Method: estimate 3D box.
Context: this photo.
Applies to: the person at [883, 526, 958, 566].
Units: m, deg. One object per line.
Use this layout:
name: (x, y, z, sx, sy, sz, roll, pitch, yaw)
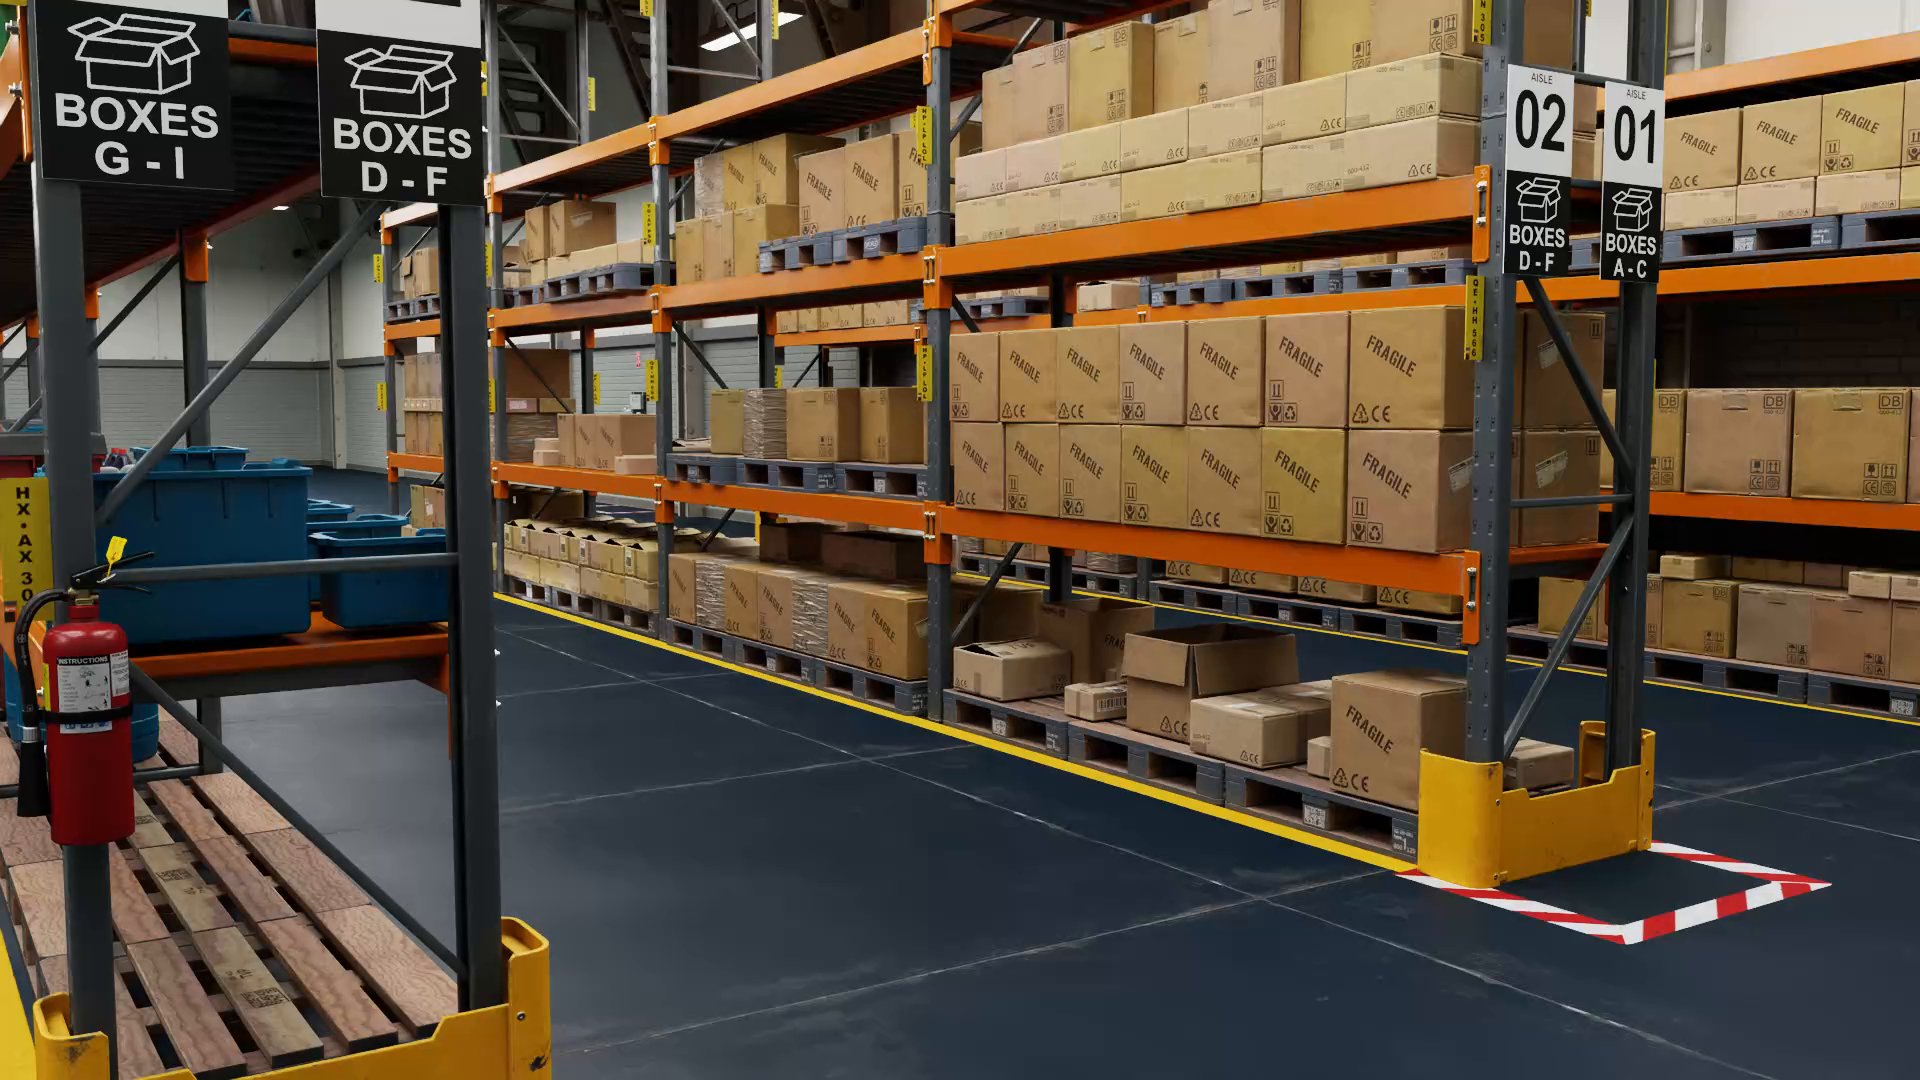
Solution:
person: (-0.392, 0.232, 15.329, 0.525, 0.837, 0.866, -3, 6, -34)
